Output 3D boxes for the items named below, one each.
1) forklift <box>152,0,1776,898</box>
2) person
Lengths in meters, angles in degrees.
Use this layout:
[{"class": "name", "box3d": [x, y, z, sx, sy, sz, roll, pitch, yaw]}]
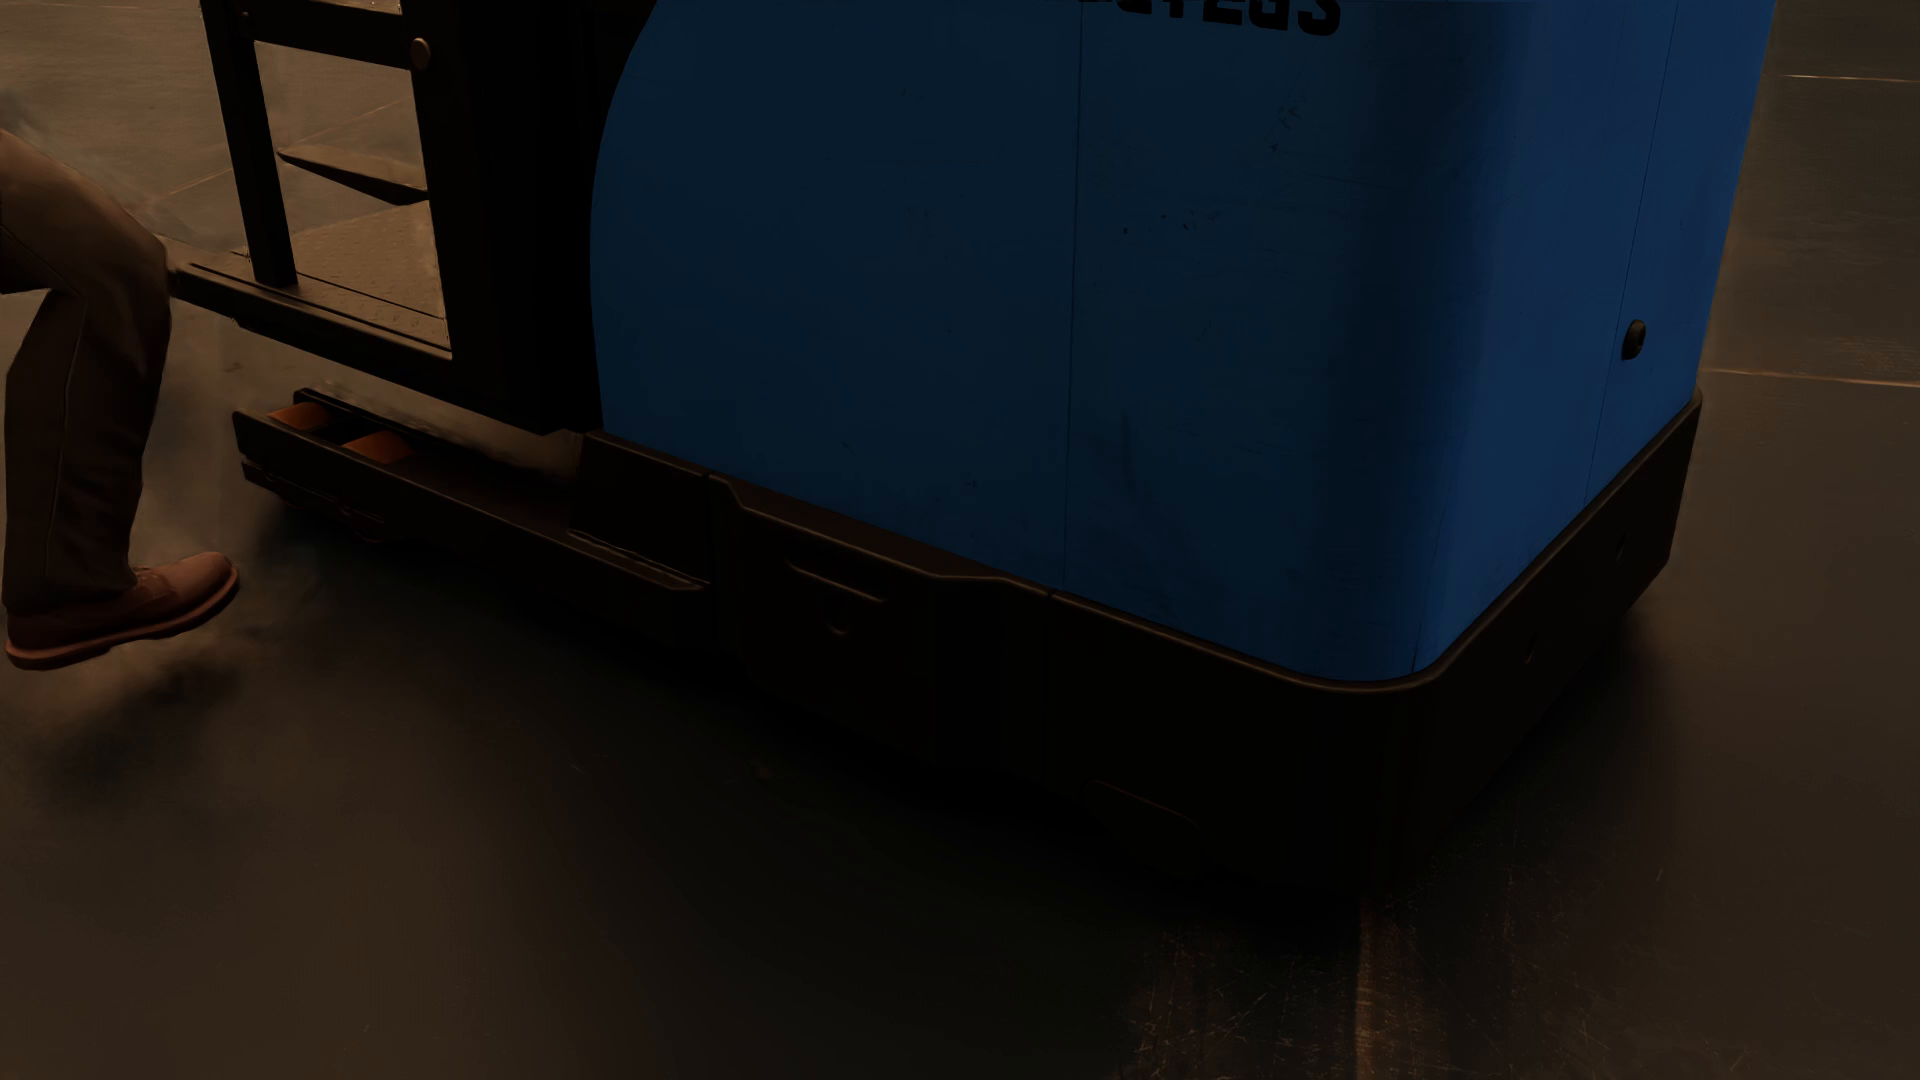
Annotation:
[{"class": "forklift", "box3d": [-0.497, -1.472, 2.163, 3.031, 2.935, 1.130, 19, 32, 33]}, {"class": "person", "box3d": [-1.450, -0.547, 1.952, 0.693, 1.534, 0.877, -22, 34, -36]}]
